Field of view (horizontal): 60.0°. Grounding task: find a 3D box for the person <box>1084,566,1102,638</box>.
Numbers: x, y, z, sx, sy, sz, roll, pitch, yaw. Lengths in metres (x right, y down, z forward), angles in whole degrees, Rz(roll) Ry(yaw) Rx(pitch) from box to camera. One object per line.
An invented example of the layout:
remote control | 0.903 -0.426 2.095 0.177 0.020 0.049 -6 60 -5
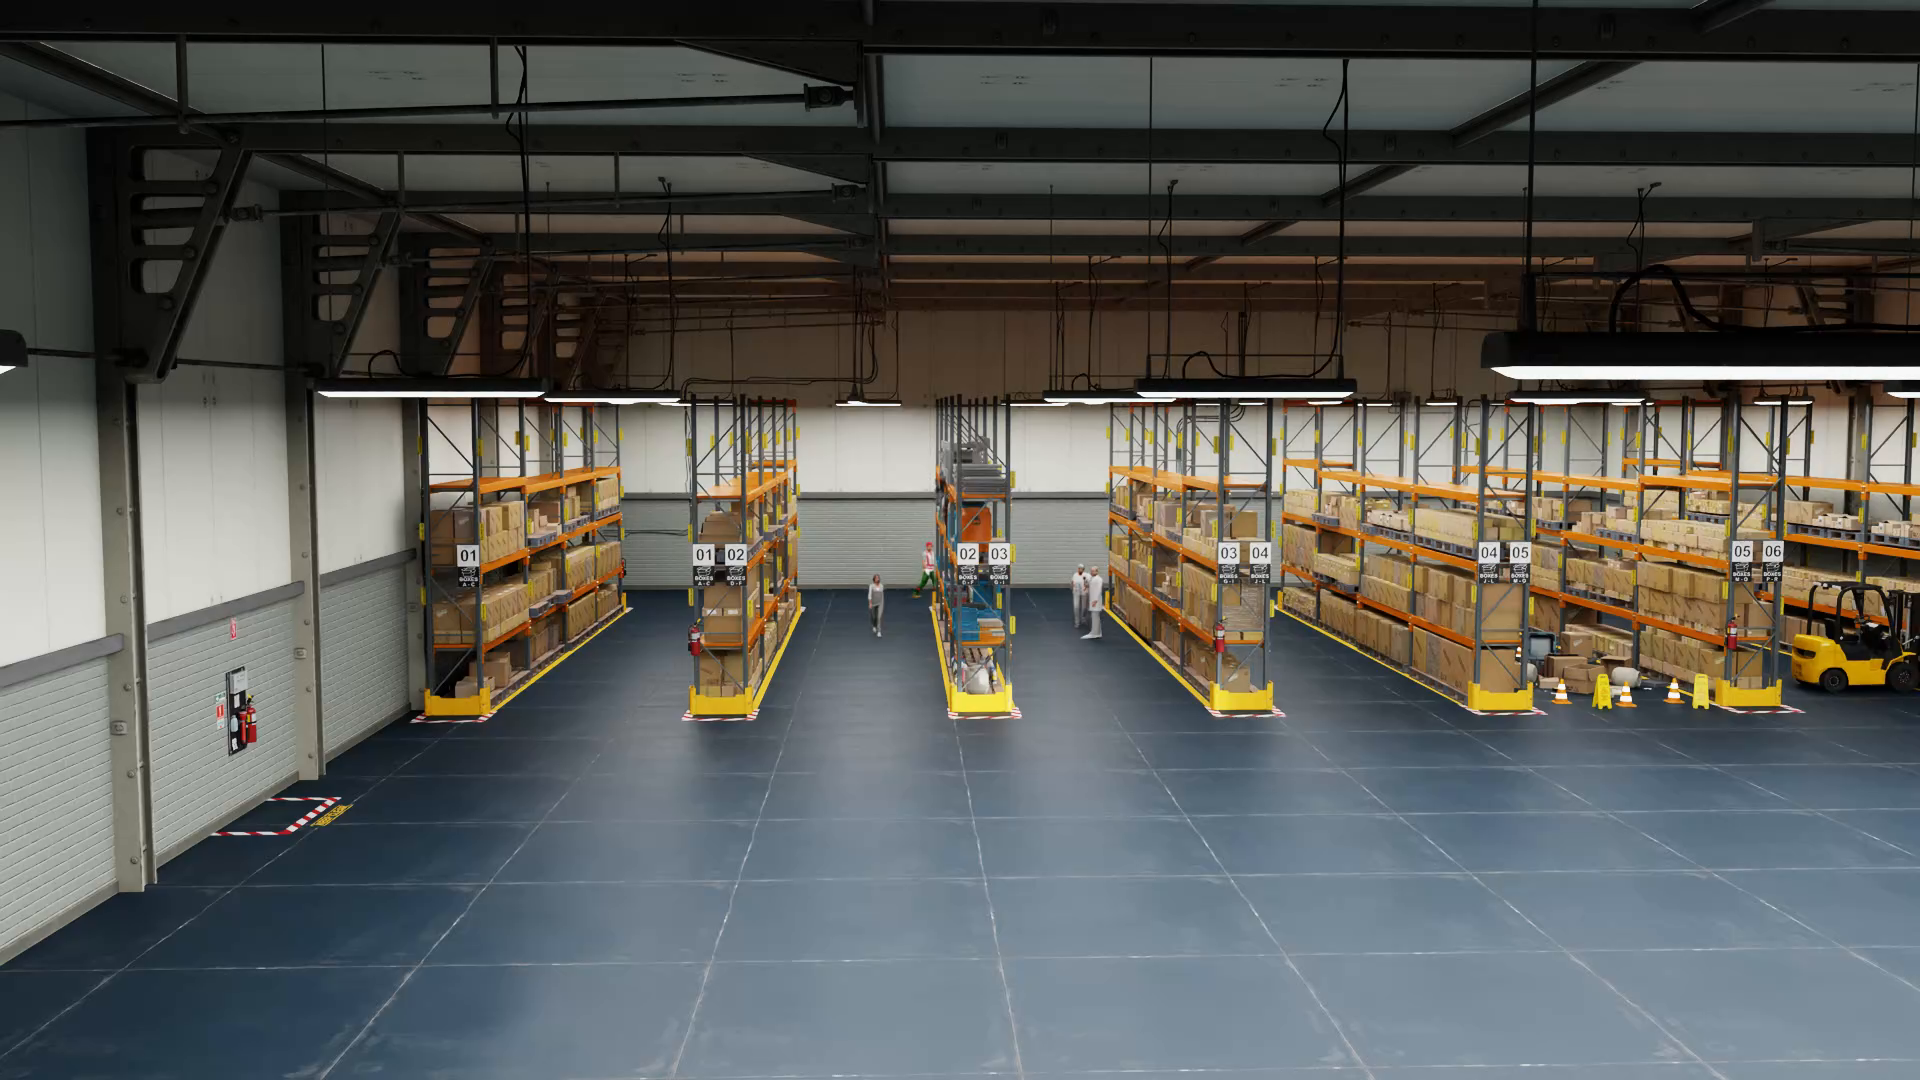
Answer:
person | 3.312 1.545 41.618 0.476 1.784 0.616 -1 5 -13

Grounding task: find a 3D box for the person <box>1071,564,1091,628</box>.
person | 3.234 1.474 43.936 0.591 1.697 0.724 0 5 4

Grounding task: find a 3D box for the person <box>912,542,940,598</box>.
person | -0.924 0.929 49.936 1.044 1.750 0.649 1 5 16

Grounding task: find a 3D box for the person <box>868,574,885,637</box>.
person | -2.108 1.642 42.008 0.434 1.537 0.823 0 5 -4
